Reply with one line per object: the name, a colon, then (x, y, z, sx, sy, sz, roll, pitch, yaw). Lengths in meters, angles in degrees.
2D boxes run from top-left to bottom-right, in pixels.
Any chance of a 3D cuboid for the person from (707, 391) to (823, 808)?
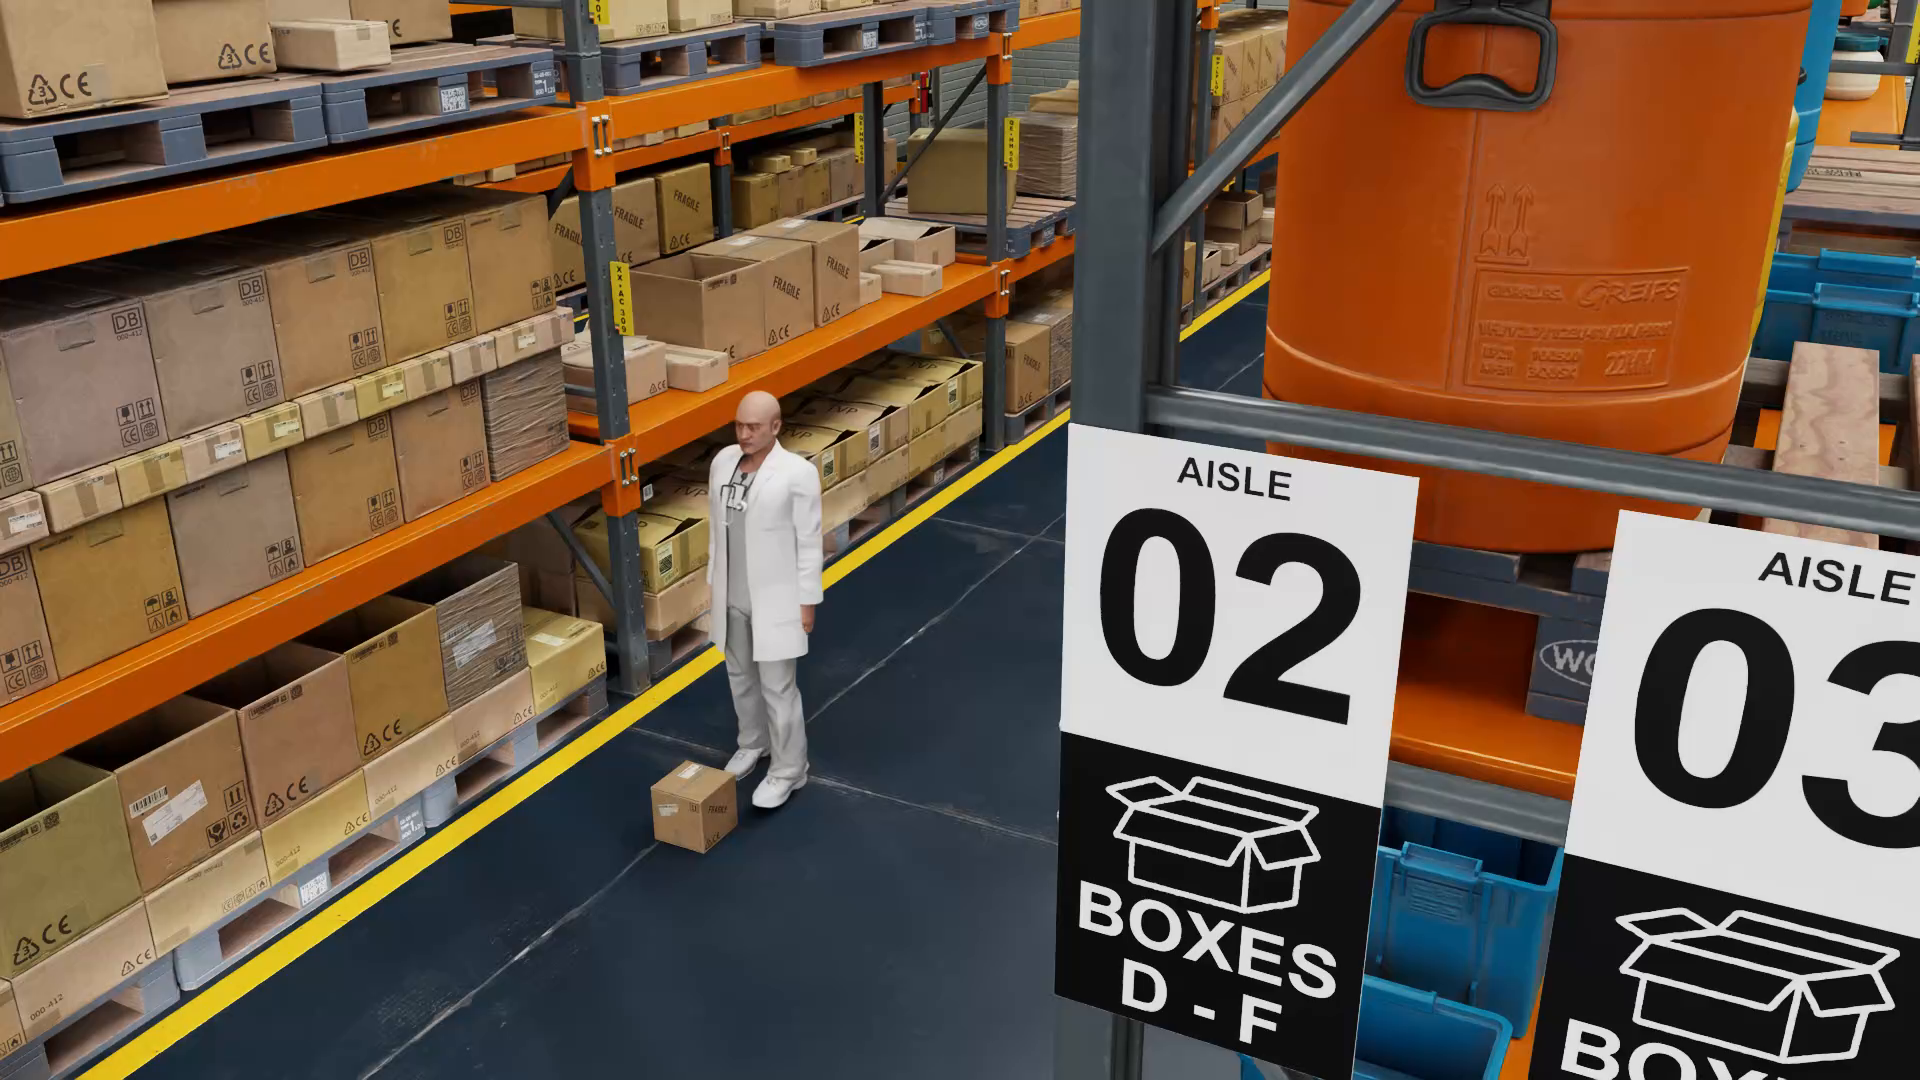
person: (-0.853, 0.250, 7.026, 0.571, 1.793, 0.533, 12, 25, 27)
